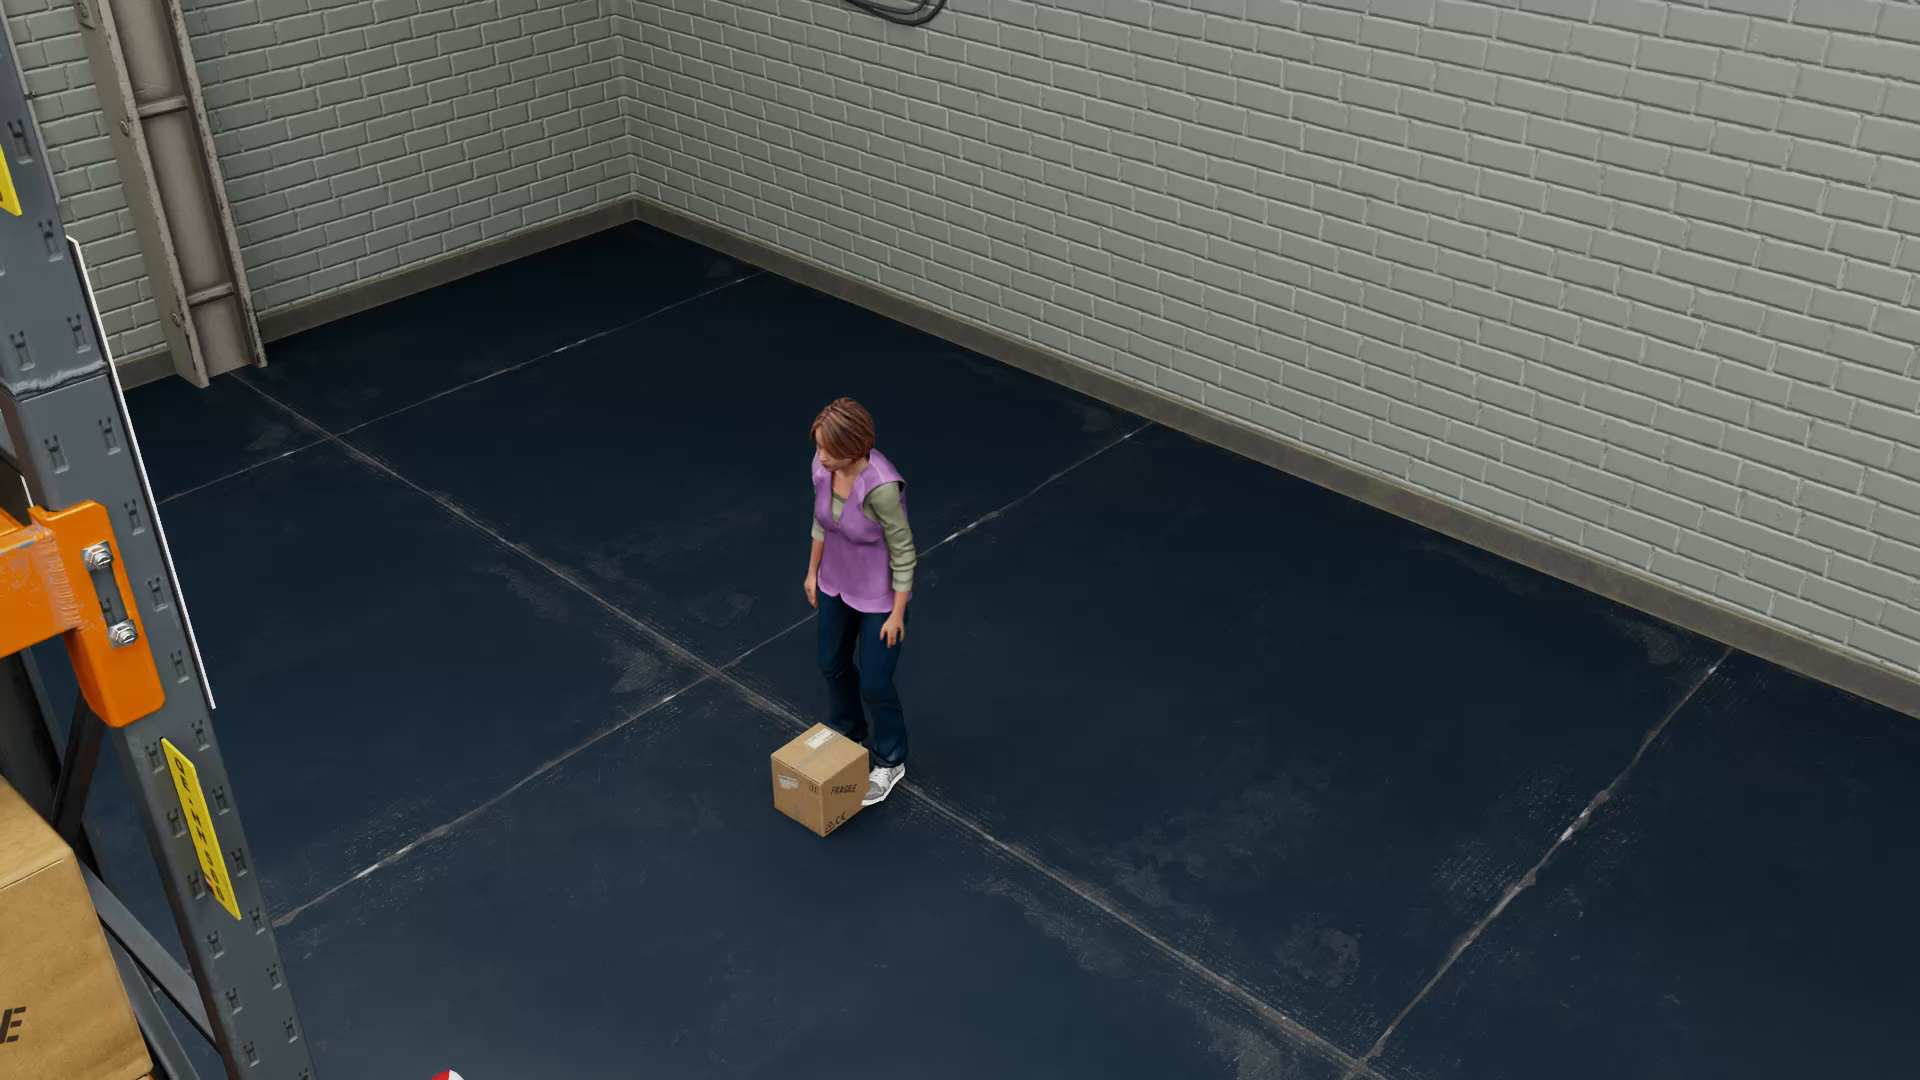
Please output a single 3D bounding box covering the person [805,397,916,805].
[{"bbox_3d":[-0.353,0.201,5.820,0.468,1.593,0.350,25,40,34],"label":"person"}]
